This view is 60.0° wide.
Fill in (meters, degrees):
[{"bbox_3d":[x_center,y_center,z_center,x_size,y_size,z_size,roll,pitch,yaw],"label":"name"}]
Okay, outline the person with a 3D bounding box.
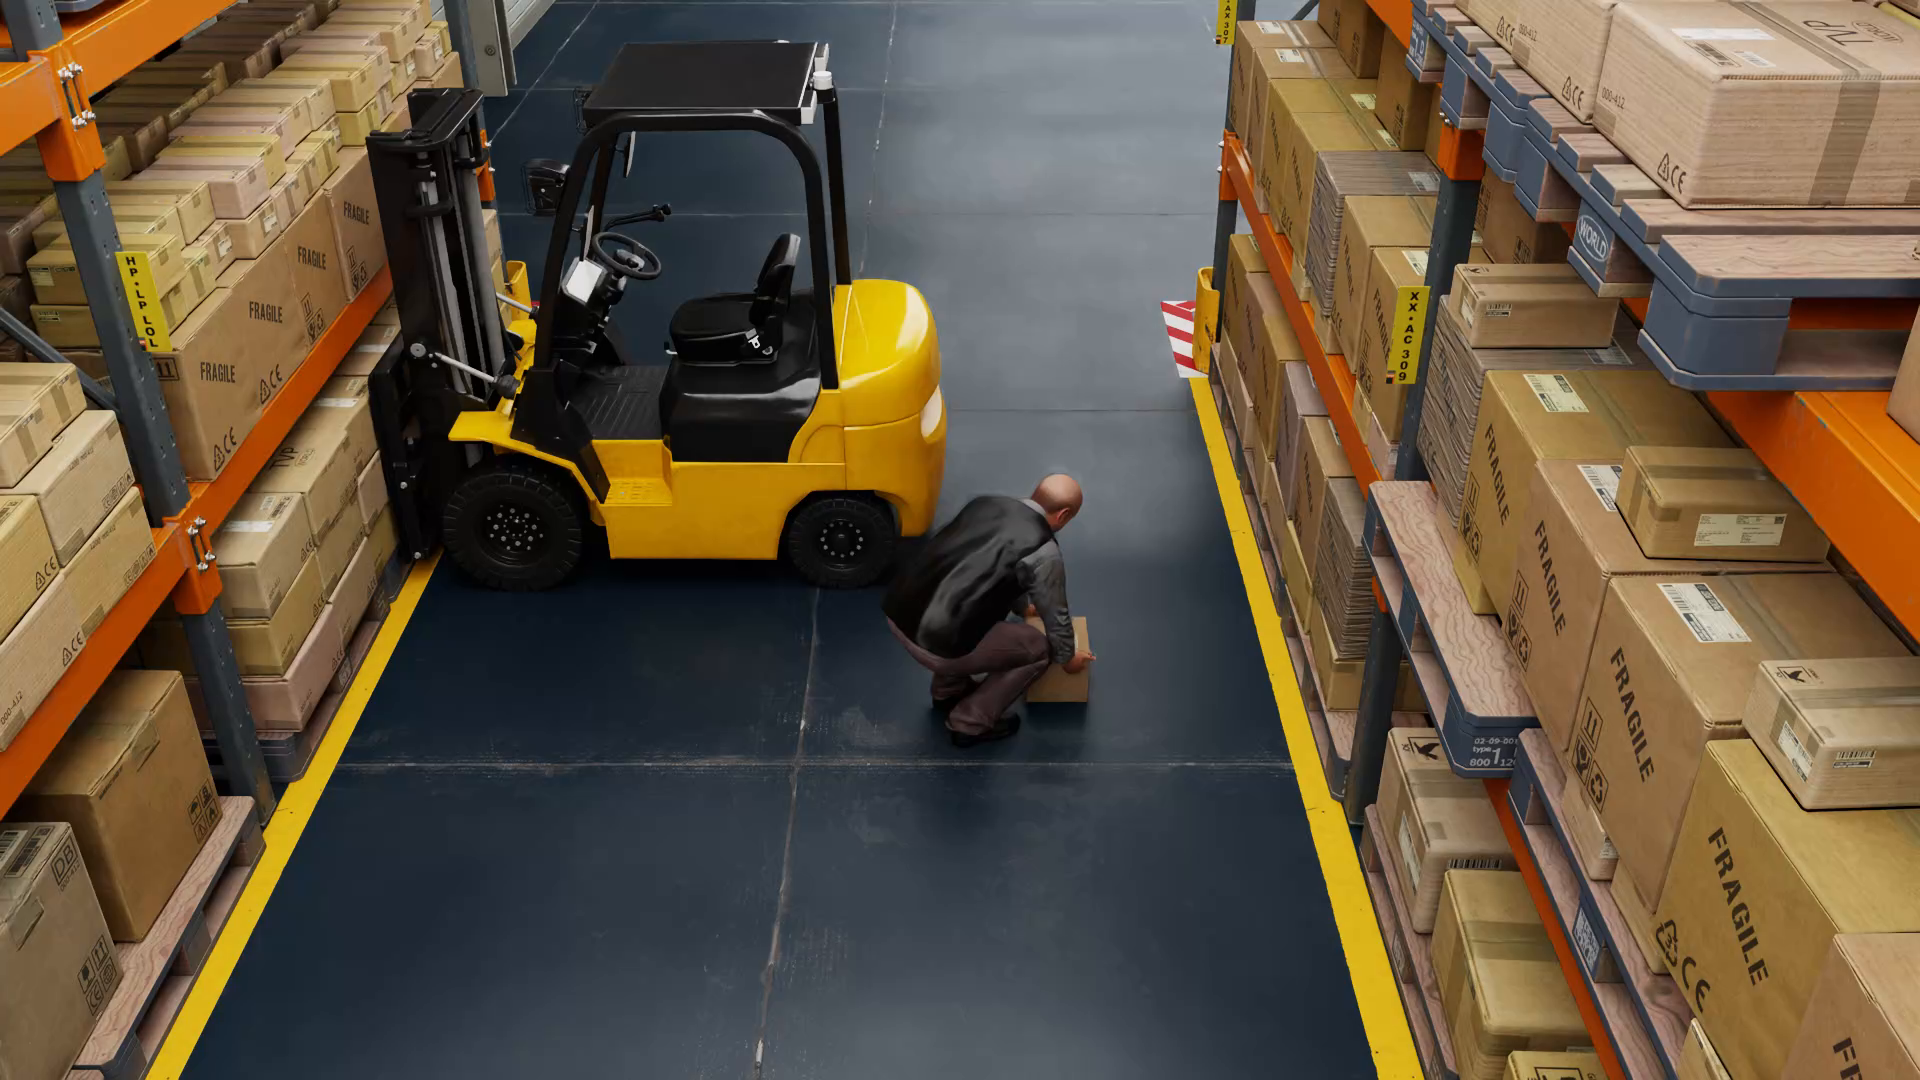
[{"bbox_3d":[0.113,0.237,6.464,0.861,0.887,0.543,-16,35,-25],"label":"person"}]
